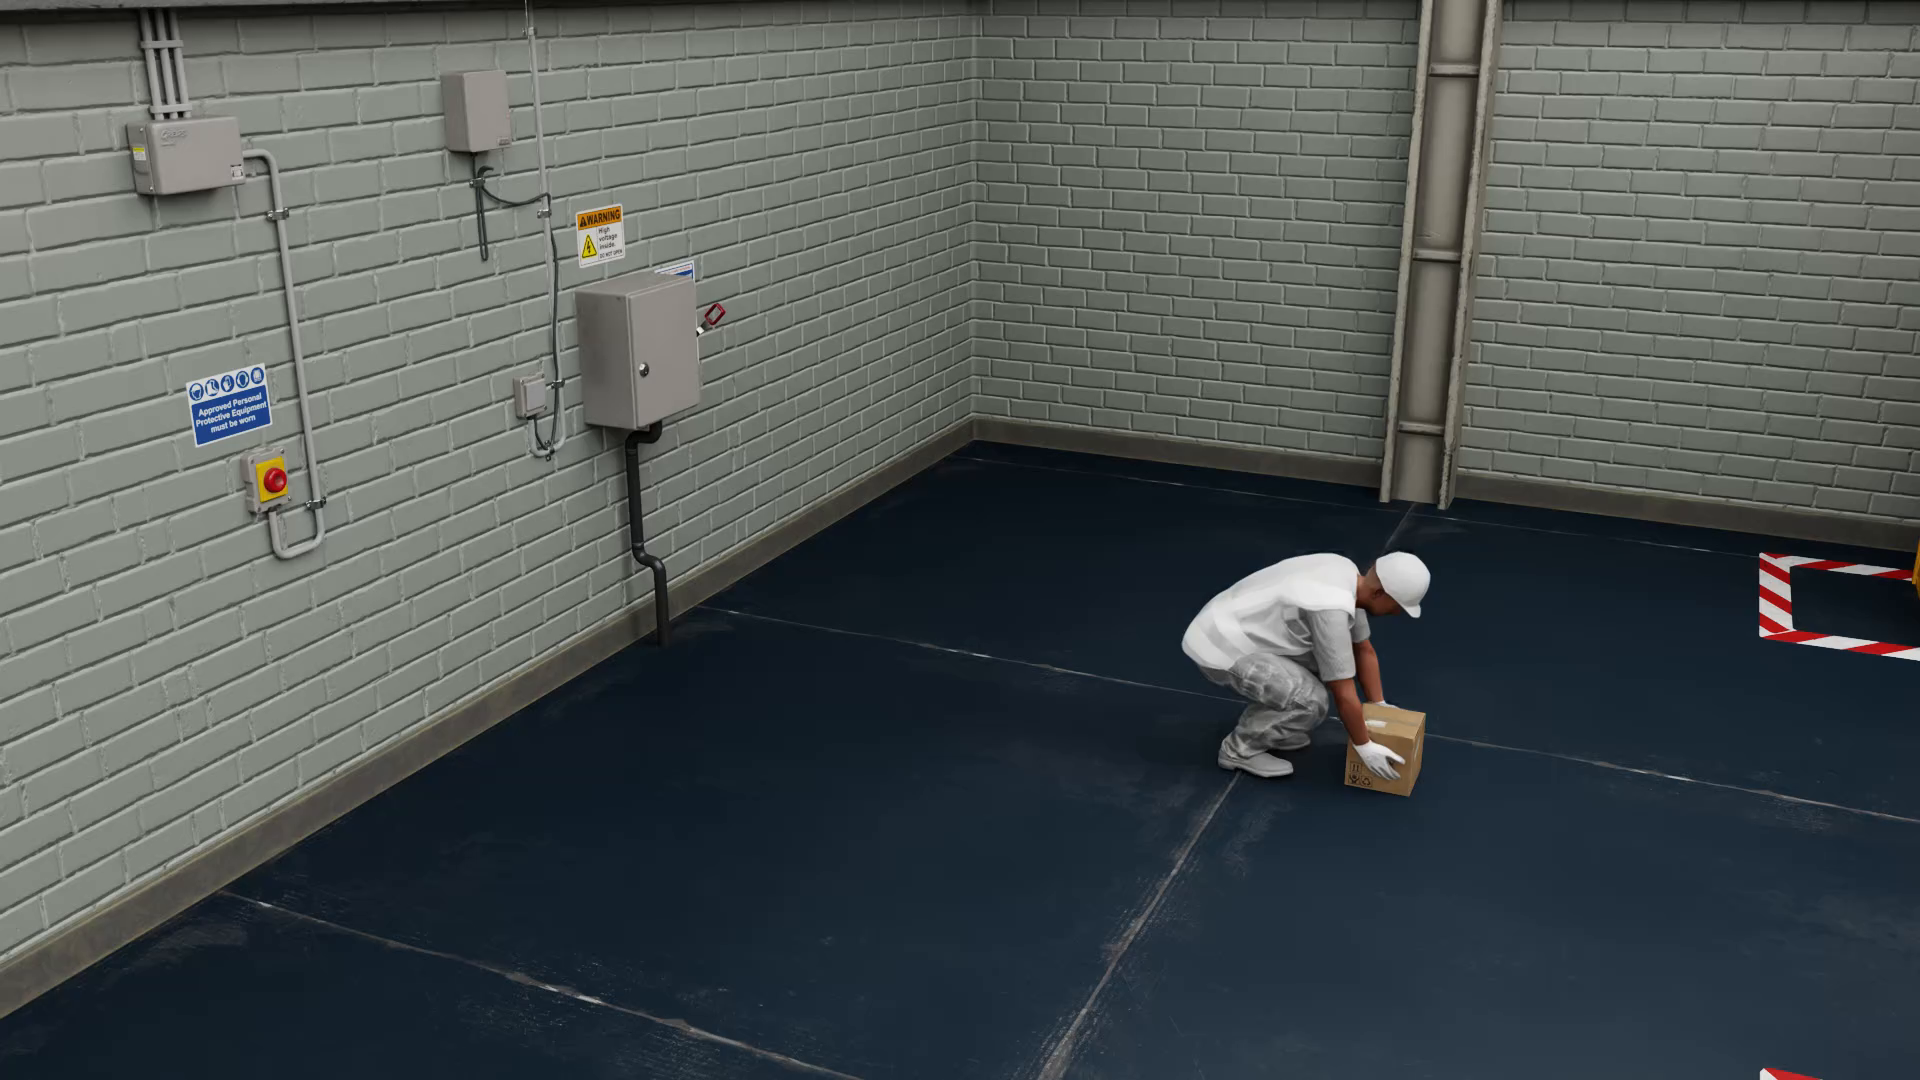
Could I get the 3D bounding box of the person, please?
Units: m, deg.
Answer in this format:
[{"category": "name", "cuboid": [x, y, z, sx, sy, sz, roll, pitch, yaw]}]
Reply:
[{"category": "person", "cuboid": [1.351, 0.451, 6.556, 0.911, 0.921, 0.576, 8, 21, 23]}]
